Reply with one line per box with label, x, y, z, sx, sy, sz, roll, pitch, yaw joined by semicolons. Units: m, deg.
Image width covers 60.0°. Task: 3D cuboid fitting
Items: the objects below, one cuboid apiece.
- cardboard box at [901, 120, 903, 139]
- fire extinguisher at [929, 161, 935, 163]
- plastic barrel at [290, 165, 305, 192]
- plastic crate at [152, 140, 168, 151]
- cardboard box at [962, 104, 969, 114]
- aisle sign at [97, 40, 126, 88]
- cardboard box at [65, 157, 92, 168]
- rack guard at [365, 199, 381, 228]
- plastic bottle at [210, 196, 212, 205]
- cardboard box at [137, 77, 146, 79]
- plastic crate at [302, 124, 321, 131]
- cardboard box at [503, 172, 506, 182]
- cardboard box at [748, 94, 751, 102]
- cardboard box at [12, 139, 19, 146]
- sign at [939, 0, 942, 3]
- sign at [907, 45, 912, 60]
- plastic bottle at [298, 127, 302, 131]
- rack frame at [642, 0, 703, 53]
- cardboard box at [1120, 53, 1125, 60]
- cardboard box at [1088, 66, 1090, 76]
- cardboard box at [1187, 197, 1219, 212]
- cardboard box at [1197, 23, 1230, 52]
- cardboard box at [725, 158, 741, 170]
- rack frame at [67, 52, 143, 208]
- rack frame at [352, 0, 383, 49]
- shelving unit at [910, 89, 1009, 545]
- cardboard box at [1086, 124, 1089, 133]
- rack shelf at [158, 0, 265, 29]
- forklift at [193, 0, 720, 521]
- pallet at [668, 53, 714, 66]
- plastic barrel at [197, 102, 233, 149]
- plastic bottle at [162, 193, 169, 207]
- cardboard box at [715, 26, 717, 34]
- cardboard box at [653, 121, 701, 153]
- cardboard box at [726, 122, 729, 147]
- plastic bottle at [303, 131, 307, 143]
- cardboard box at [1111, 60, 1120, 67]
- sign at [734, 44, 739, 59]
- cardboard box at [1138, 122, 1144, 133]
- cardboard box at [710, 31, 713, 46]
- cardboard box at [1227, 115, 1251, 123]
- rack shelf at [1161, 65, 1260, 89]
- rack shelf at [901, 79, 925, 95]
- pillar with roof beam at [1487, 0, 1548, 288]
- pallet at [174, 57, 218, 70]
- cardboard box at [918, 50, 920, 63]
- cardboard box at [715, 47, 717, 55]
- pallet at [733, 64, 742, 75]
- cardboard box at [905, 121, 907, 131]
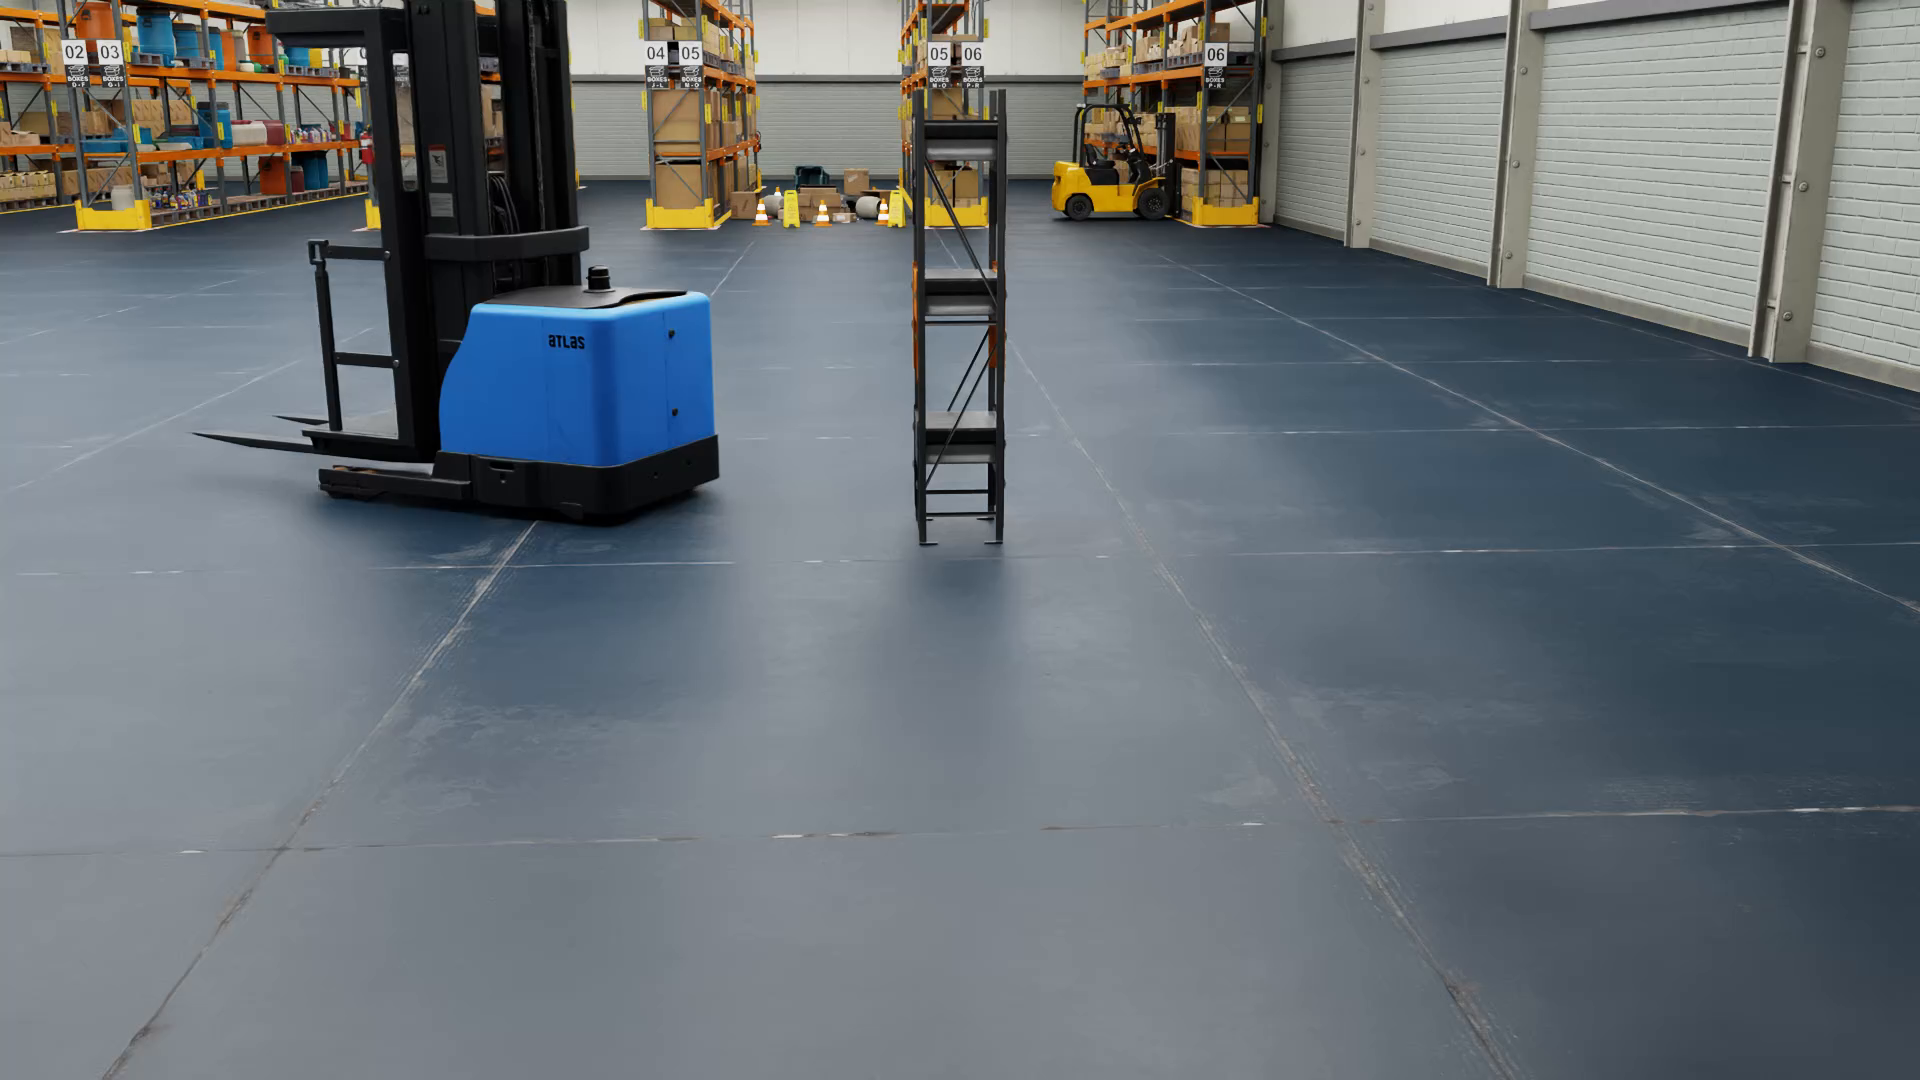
cardboard box;-1.331;-11.084;44.886;0.500;0.500;0.500;-1;14;-4
fire extinguisher;-0.536;-7.107;29.786;0.296;0.674;0.183;-1;14;-3
plastic barrel;-15.530;-8.378;38.567;0.600;0.588;0.708;-1;14;-3
plastic crate;-15.363;-7.501;31.586;0.450;0.188;0.662;-1;14;-3
cardboard box;-0.074;-8.692;34.149;0.500;0.500;0.500;-1;14;-2
aisle sign;-14.621;-8.197;28.647;0.394;0.787;0.004;-1;14;-3
cardboard box;-20.756;-8.853;39.042;0.500;0.250;0.500;-1;14;-3
rack guard;-9.979;-5.836;29.705;1.175;0.500;0.348;-1;14;-3
plastic bottle;-14.832;-6.718;32.851;0.097;0.201;0.097;0;14;0
cardboard box;-20.415;-11.489;40.941;0.500;0.250;0.500;-1;14;-3
plastic crate;-16.030;-10.068;41.047;0.392;0.384;0.575;-1;14;-3
cardboard box;-10.408;-7.853;36.663;0.700;0.500;0.500;-2;15;-6
cardboard box;-5.593;-11.111;42.384;0.500;0.500;0.500;-1;14;-3
cardboard box;-20.222;-8.427;35.264;0.380;0.149;0.250;0;14;1
sign;-0.532;-14.561;44.525;0.100;0.325;0.005;-1;14;-3
sign;-1.133;-10.905;37.174;0.100;0.325;0.005;-1;14;-3
plastic bottle;-15.960;-9.809;40.229;0.144;0.351;0.185;-1;14;-3
rack frame;-5.017;-9.984;28.772;1.000;3.000;0.127;-1;14;-3
cardboard box;3.978;-11.368;39.075;0.380;0.149;0.250;-1;14;-3
cardboard box;3.686;-12.521;44.354;0.500;0.250;0.500;-1;14;-2
cardboard box;4.526;-6.242;30.941;0.500;0.250;0.500;-1;14;-3
cardboard box;4.600;-9.117;30.178;0.500;0.500;0.500;0;14;-2
cardboard box;-5.346;-8.726;38.589;0.500;0.250;0.500;-1;14;-4
rack frame;-14.918;-6.951;29.022;1.000;3.000;0.127;-1;14;-3
rack frame;-9.974;-9.933;28.572;1.000;3.000;0.127;-1;14;-3
shelving unit;-0.010;-1.058;7.925;0.431;2.100;0.503;-1;14;-3
cardboard box;3.670;-11.066;44.721;0.500;0.250;0.500;-1;14;-3
rack shelf;-15.289;-10.807;34.214;1.077;0.370;4.000;-1;14;-3
forklift;-2.874;-1.739;8.903;3.031;2.935;1.130;6;16;23
pallet;-5.152;-8.977;31.055;1.003;0.211;1.213;-1;14;-3
plastic barrel;-14.887;-8.289;33.218;0.600;0.901;0.708;-1;14;-3
plastic bottle;-15.400;-6.596;32.236;0.097;0.271;0.097;0;14;0
cardboard box;-4.894;-9.831;32.058;0.380;0.149;0.250;-1;14;-4
cardboard box;-5.086;-7.243;29.857;0.875;0.550;0.550;-1;14;-3
cardboard box;-5.061;-8.383;34.386;0.500;0.500;0.500;-1;14;-3
plastic bottle;-15.169;-9.307;38.439;0.097;0.271;0.097;0;14;0
cardboard box;3.821;-11.428;39.862;0.380;0.149;0.250;-1;14;-2
sign;-4.959;-10.816;36.830;0.100;0.325;0.005;-1;14;-3
cardboard box;4.203;-9.048;36.470;0.500;0.250;0.500;-1;14;-5
cardboard box;-4.886;-9.355;31.008;0.500;0.250;0.500;-1;14;-4
cardboard box;5.109;-7.709;30.466;0.380;0.149;0.250;-1;14;-5
rack shelf;4.747;-8.860;31.865;1.077;0.370;4.000;-1;14;-3
rack shelf;-0.951;-11.767;43.162;1.077;0.370;4.000;-1;14;-3
pillar with roof beam;2.174;-7.300;18.338;9.100;9.000;0.400;-1;14;-3
pallet;-15.023;-9.129;31.847;1.213;0.211;1.003;-1;14;-3
cardboard box;-0.577;-9.586;32.947;0.500;0.250;0.500;-1;14;-5
cardboard box;-4.874;-9.380;31.905;0.380;0.149;0.250;-1;14;-3
pallet;-5.420;-10.270;36.283;1.213;0.211;1.003;0;14;-1
cardboard box;-1.081;-10.221;41.028;0.500;0.250;0.500;-1;14;-5
